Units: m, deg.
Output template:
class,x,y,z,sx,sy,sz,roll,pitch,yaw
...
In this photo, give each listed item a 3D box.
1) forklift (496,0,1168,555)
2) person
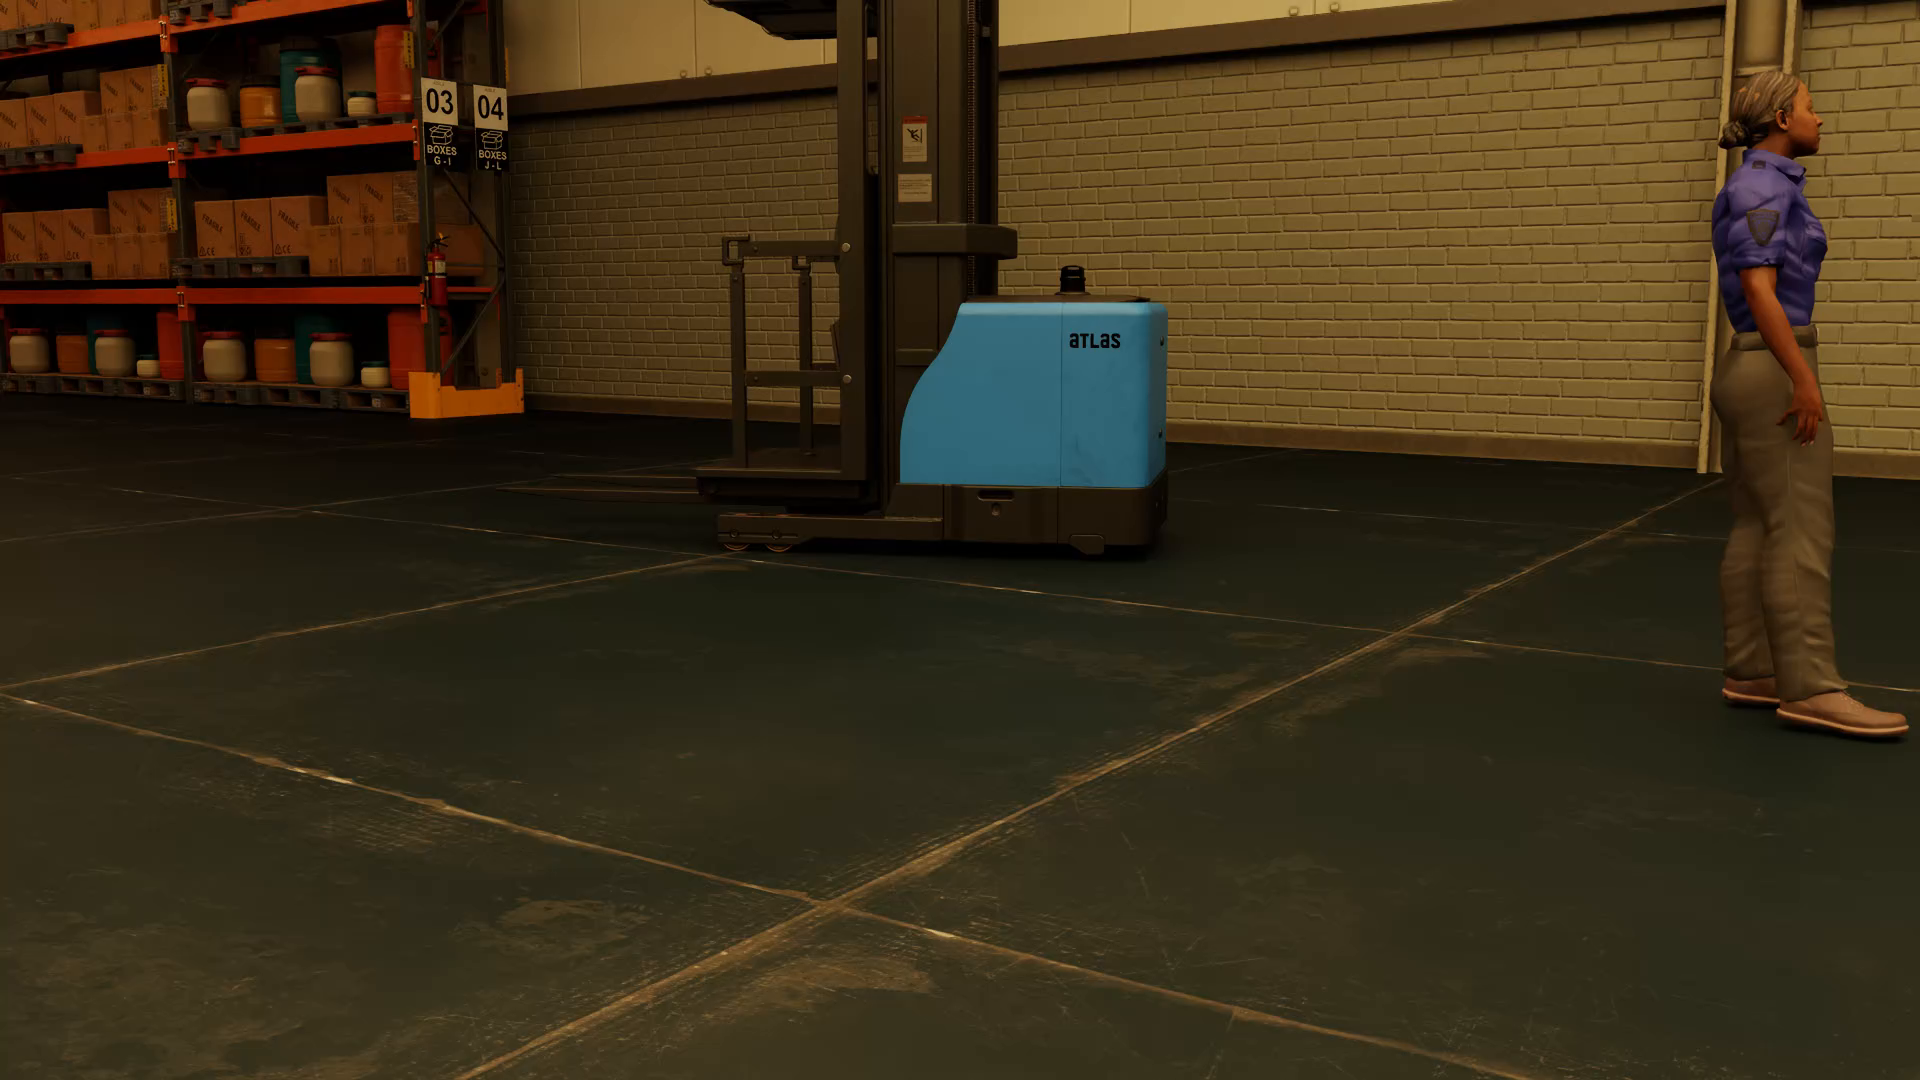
class,x,y,z,sx,sy,sz,roll,pitch,yaw
forklift,-0.596,-1.469,7.520,3.031,2.935,1.130,2,8,12
person,2.187,-0.372,4.294,0.503,1.656,0.569,3,9,20
